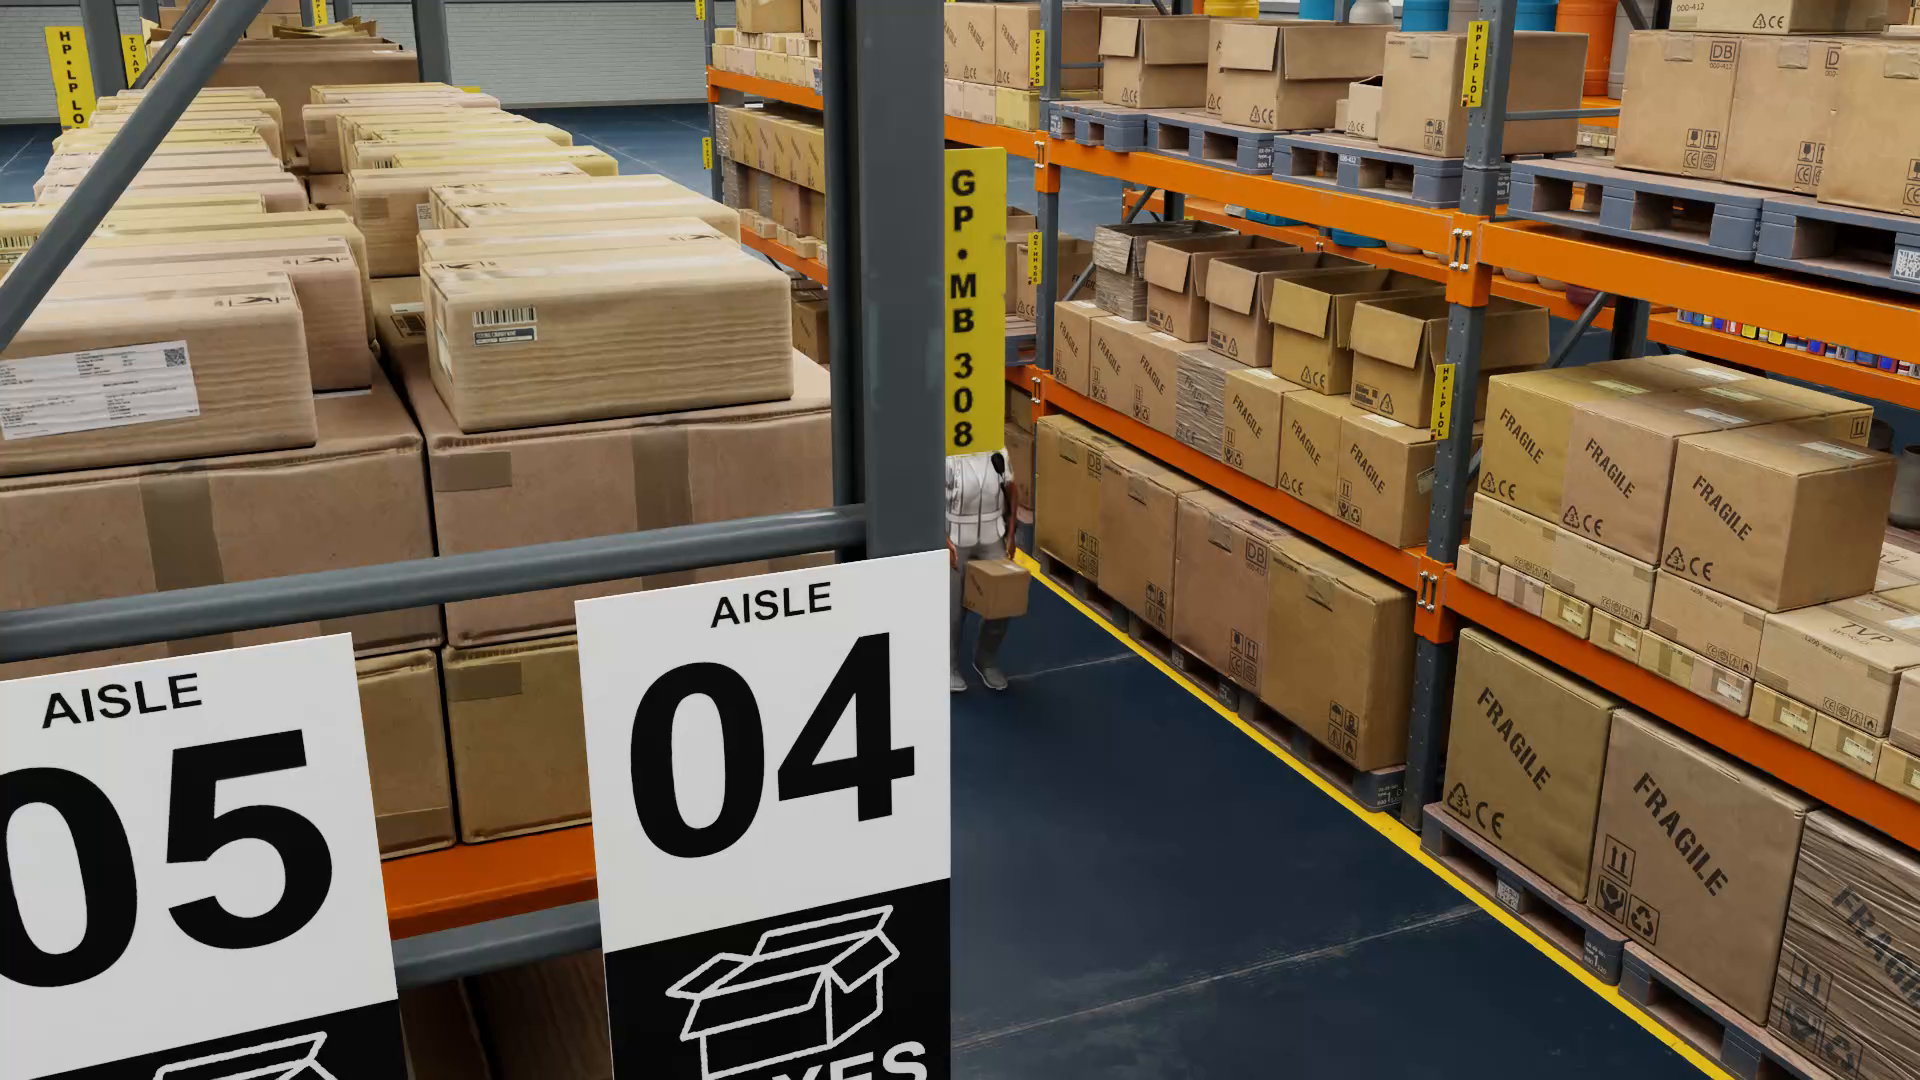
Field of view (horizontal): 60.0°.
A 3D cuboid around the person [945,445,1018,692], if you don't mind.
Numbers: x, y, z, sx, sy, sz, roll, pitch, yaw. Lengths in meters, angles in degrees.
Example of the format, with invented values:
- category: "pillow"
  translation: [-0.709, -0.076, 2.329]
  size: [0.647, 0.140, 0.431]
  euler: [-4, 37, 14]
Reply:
- category: "person"
  translation: [0.084, 0.018, 8.979]
  size: [0.549, 1.682, 0.446]
  euler: [-7, 20, -20]
